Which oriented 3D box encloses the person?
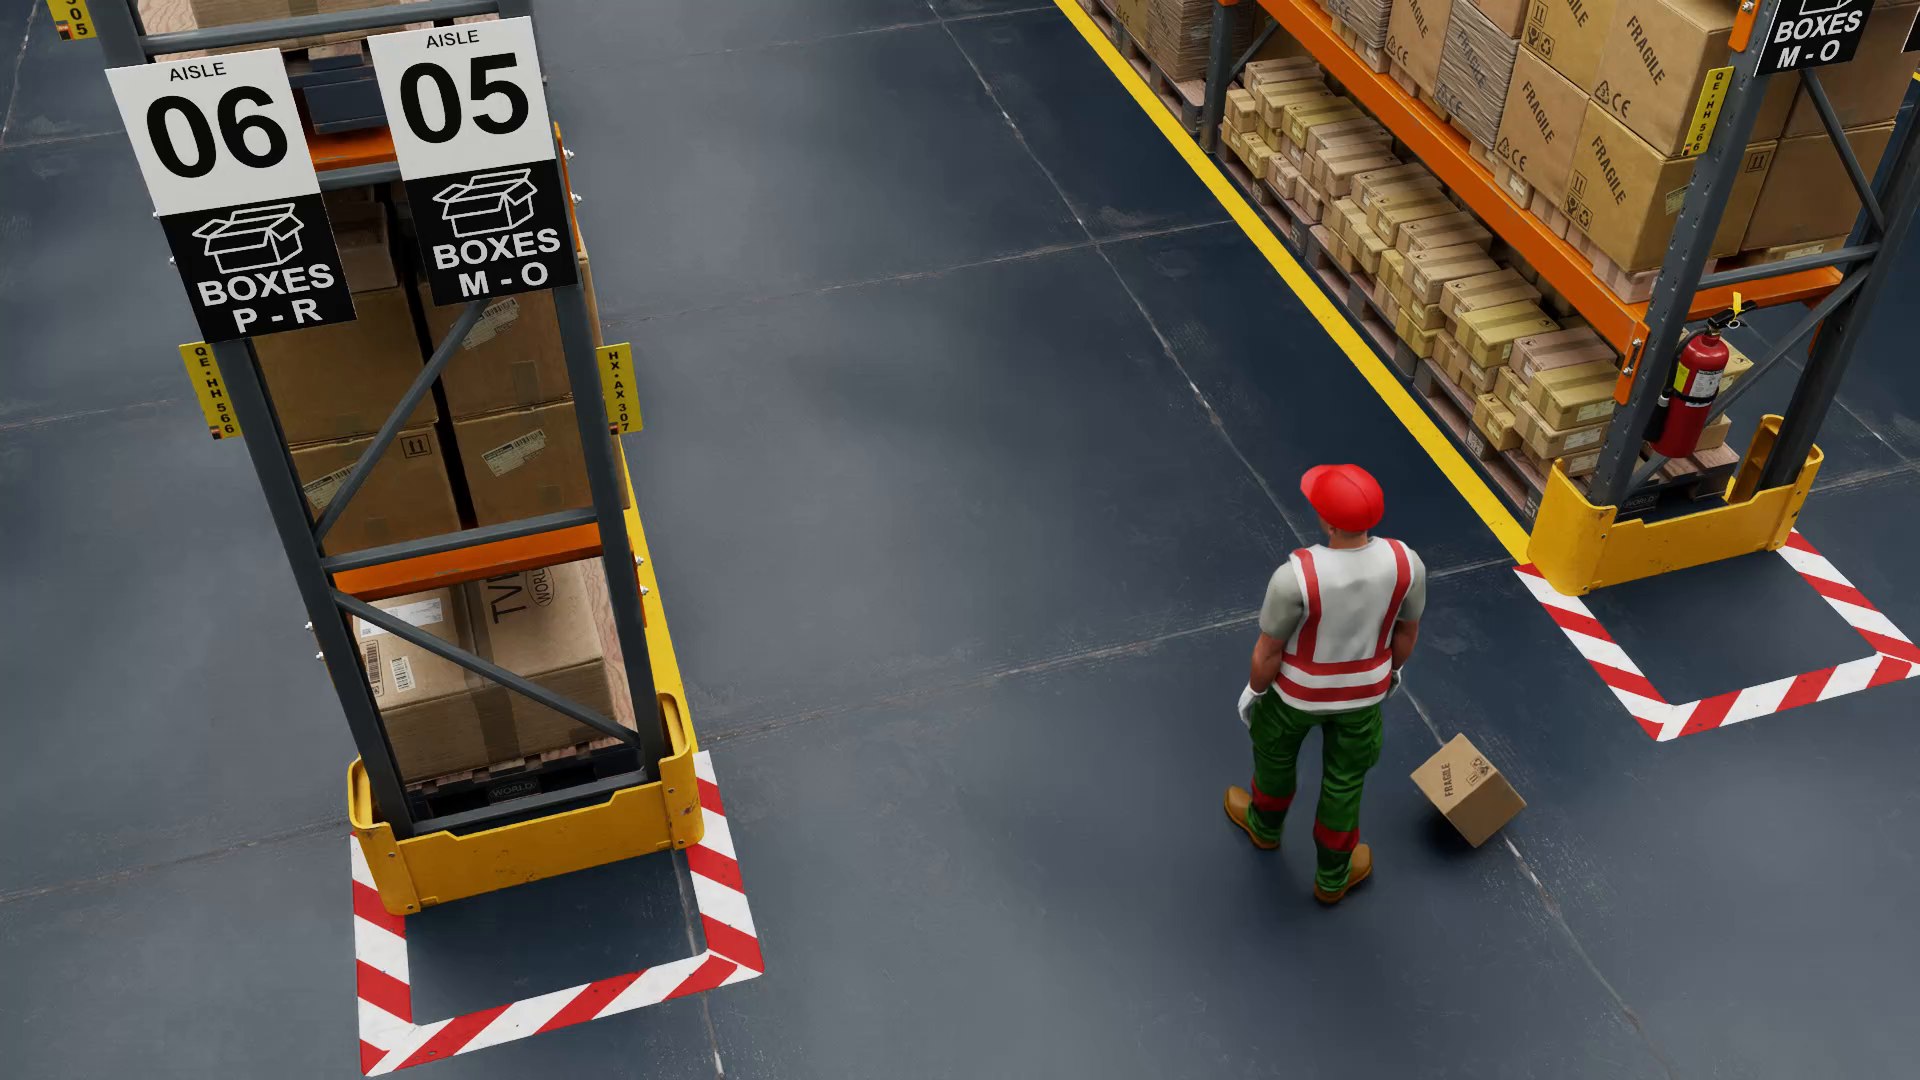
[{"bbox_3d":[1.222,0.487,5.597,0.573,1.791,0.558,-3,42,-3],"label":"person"}]
